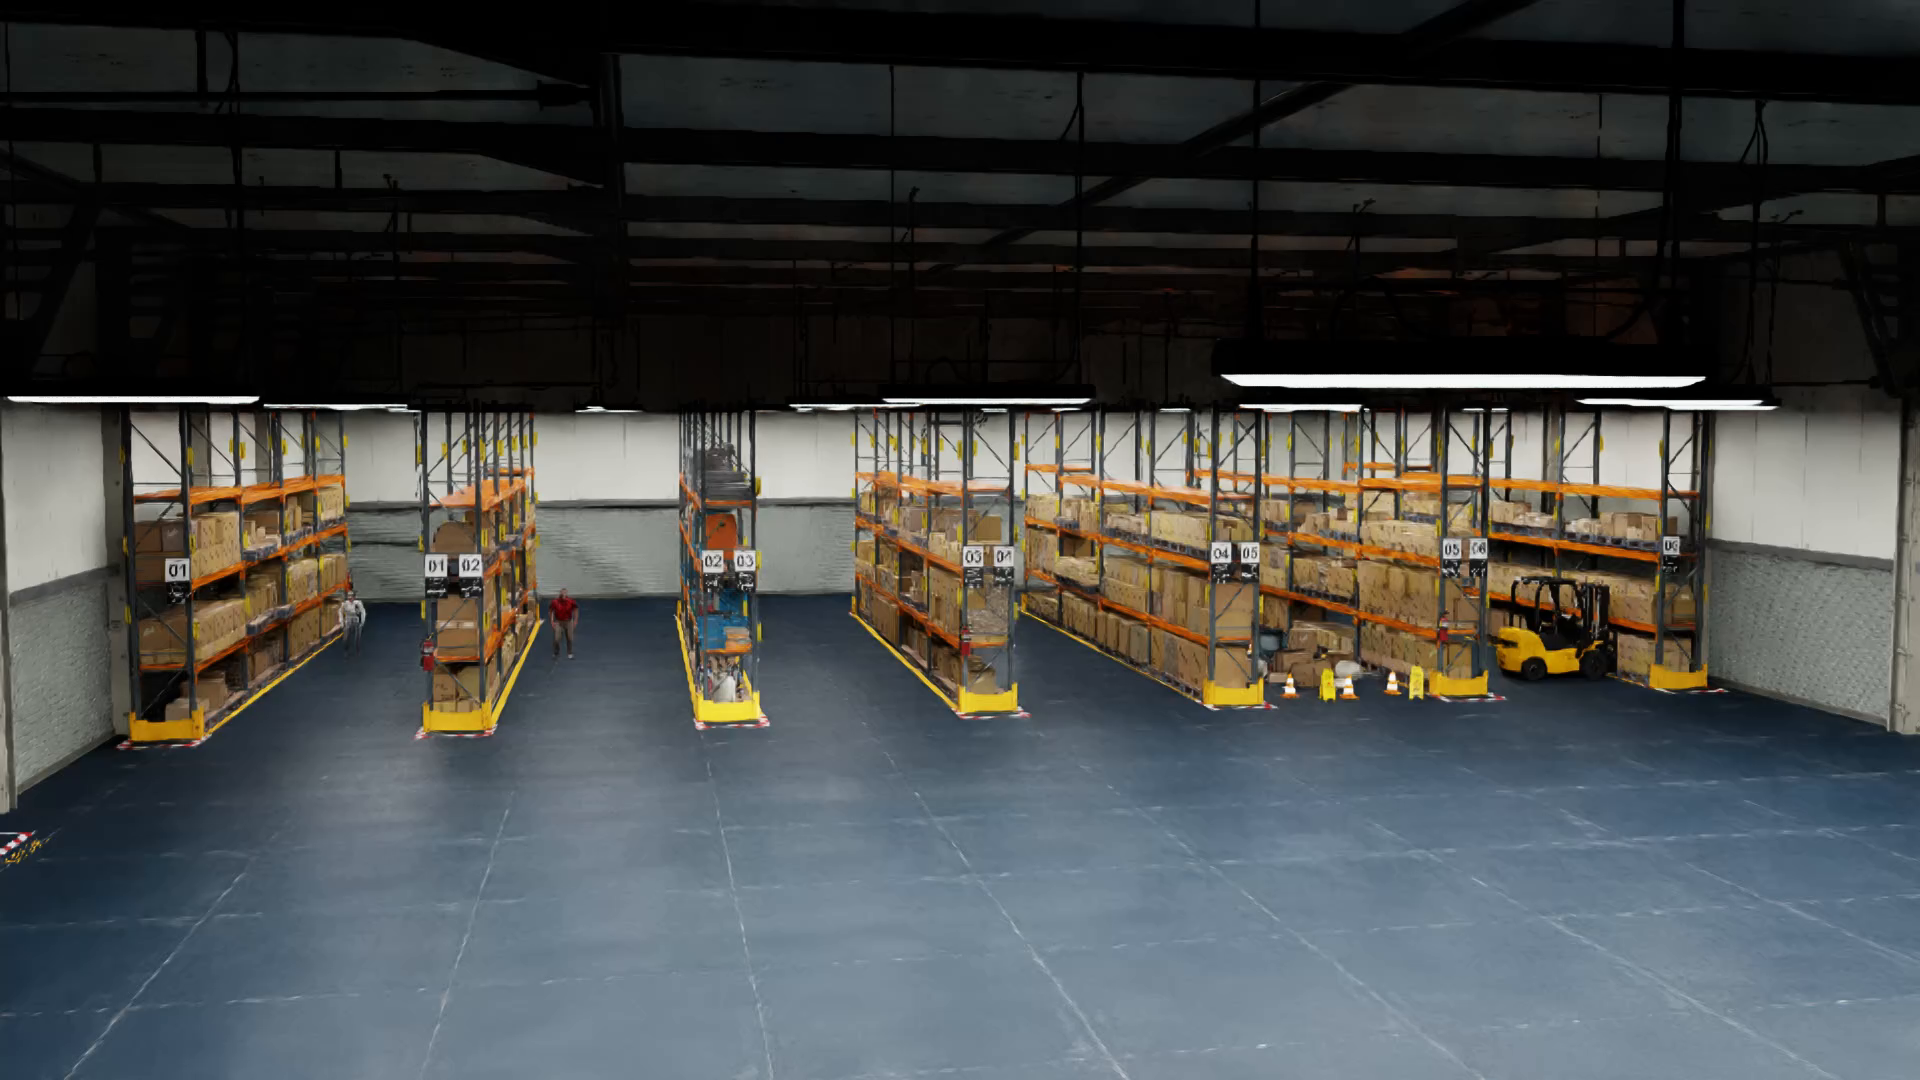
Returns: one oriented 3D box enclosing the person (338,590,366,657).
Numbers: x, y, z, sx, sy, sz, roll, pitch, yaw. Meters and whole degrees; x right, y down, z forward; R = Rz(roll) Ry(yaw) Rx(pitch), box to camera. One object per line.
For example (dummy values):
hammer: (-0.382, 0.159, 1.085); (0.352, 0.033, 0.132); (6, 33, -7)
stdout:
person: (-14.306, 1.966, 39.142); (0.641, 1.626, 0.520); (-1, 4, -14)

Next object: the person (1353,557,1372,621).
person: (11.190, 1.351, 45.986); (0.591, 1.786, 0.662); (1, 4, 9)

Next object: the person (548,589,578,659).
person: (-9.284, 1.957, 38.946); (0.685, 1.669, 0.550); (-1, 4, -14)
